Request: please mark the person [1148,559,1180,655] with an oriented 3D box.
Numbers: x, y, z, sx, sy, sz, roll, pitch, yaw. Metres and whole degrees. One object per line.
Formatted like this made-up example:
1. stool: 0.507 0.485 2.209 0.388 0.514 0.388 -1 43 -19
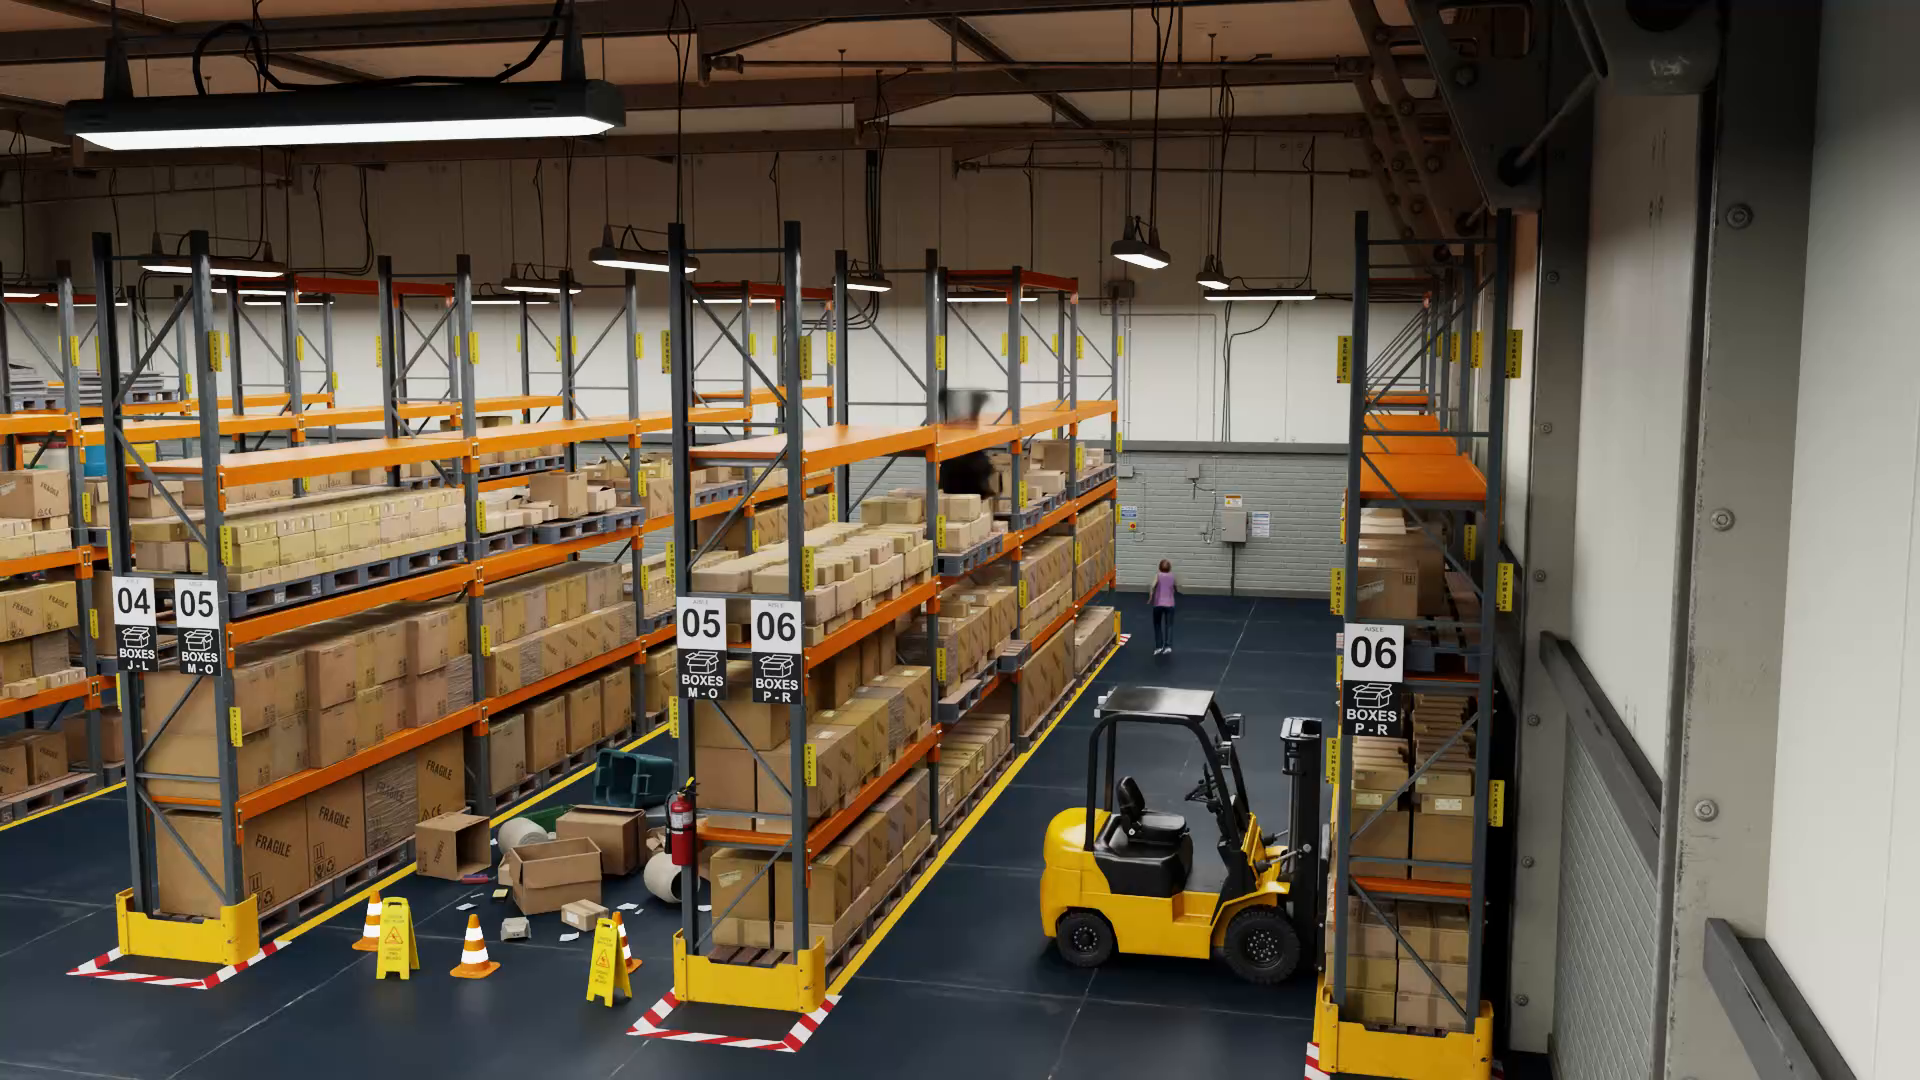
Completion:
1. person: 3.307 1.107 26.874 0.548 1.577 0.914 0 7 0
